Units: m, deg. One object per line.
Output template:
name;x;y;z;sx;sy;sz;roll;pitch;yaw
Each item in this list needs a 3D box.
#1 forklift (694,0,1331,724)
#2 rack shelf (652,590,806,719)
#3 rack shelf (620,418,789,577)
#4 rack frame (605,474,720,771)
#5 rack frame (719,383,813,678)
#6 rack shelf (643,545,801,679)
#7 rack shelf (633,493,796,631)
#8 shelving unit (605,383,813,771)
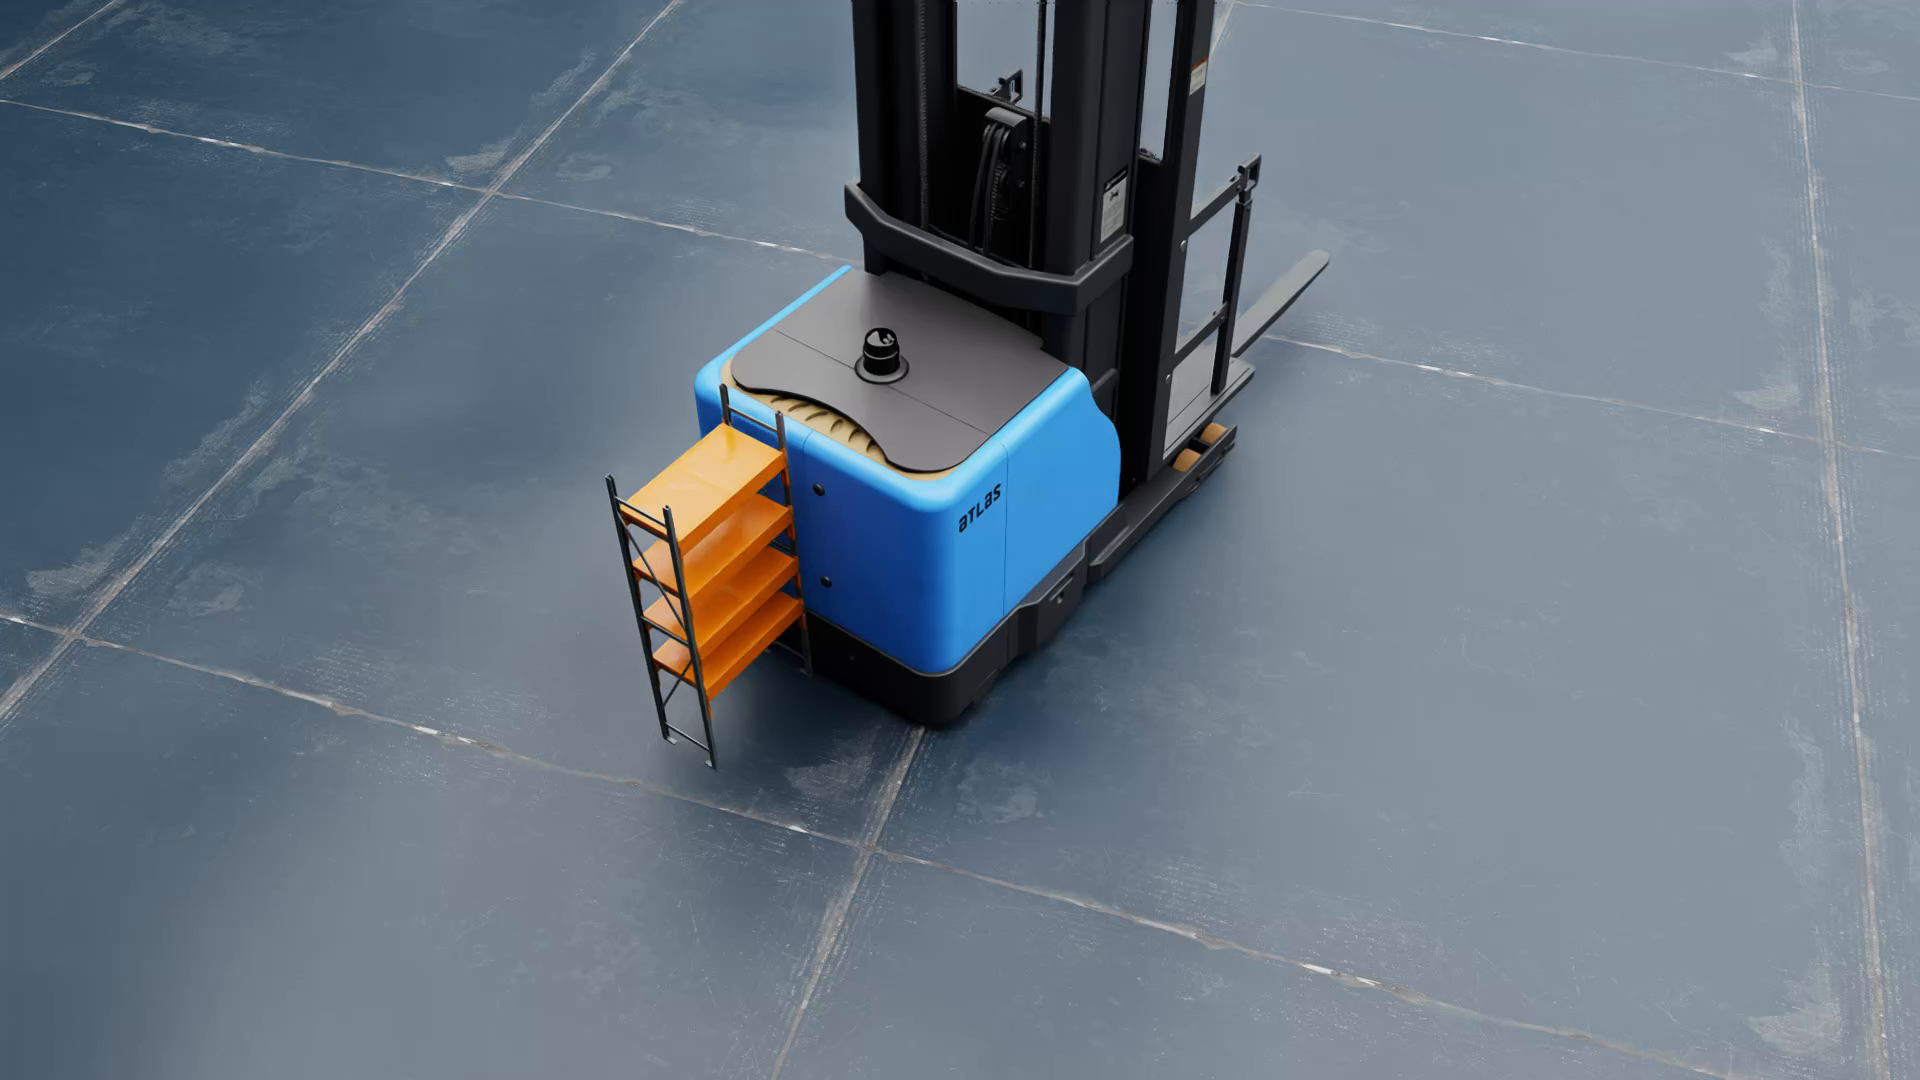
forklift;0.427;-1.421;5.606;1.130;2.935;3.031;28;51;25
rack shelf;-0.755;0.331;5.427;0.258;0.148;0.480;26;51;25
rack shelf;-0.763;-0.133;4.959;0.258;0.148;0.480;26;51;25
rack frame;-0.900;0.286;5.100;0.240;1.200;0.015;26;51;25
rack frame;-0.617;0.001;5.377;0.240;1.200;0.015;26;51;25
rack shelf;-0.758;0.191;5.286;0.258;0.148;0.480;26;51;25
rack shelf;-0.760;0.034;5.127;0.258;0.148;0.480;26;51;25
shelving unit;-0.758;0.144;5.238;0.258;1.200;0.503;26;51;25
